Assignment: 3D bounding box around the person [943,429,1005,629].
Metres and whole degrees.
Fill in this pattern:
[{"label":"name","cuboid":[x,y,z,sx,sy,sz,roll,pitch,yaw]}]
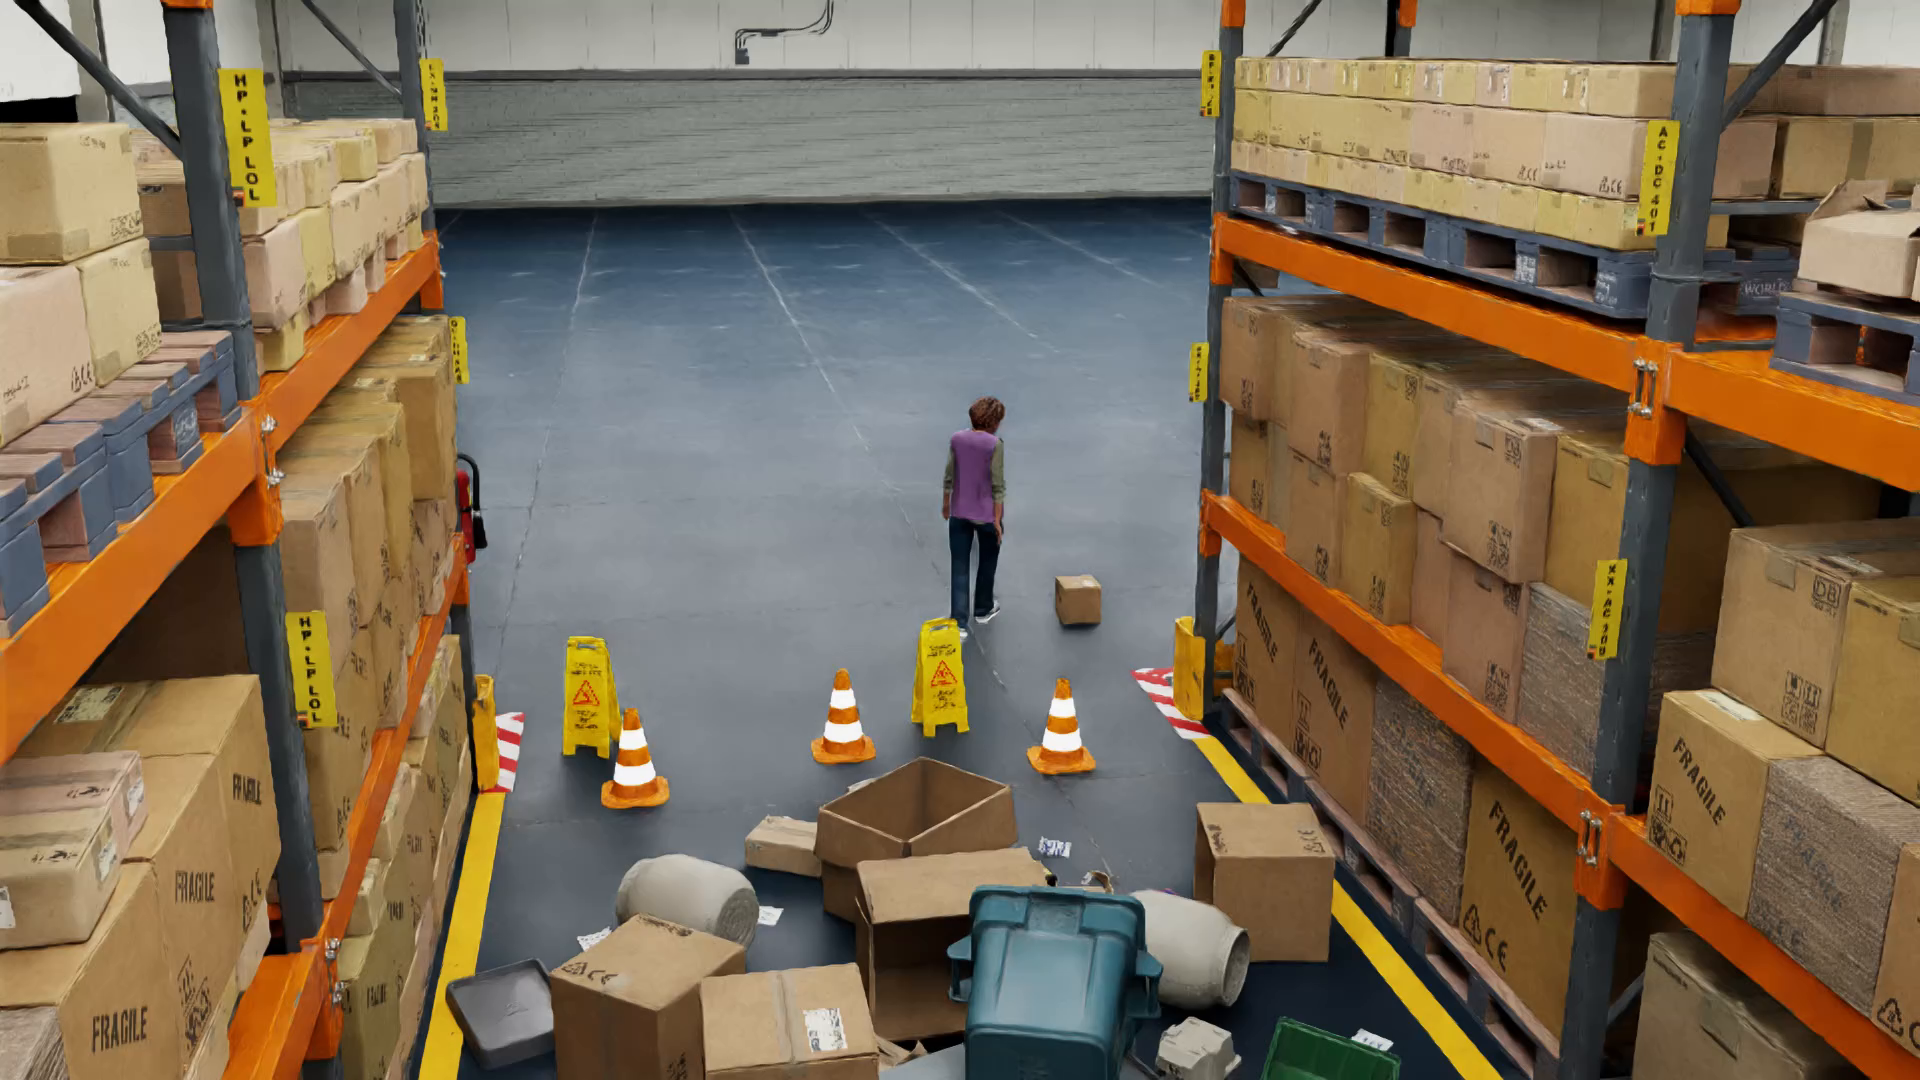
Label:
[{"label":"person","cuboid":[0.070,-0.062,10.530,0.457,1.295,0.680,4,17,15]}]
